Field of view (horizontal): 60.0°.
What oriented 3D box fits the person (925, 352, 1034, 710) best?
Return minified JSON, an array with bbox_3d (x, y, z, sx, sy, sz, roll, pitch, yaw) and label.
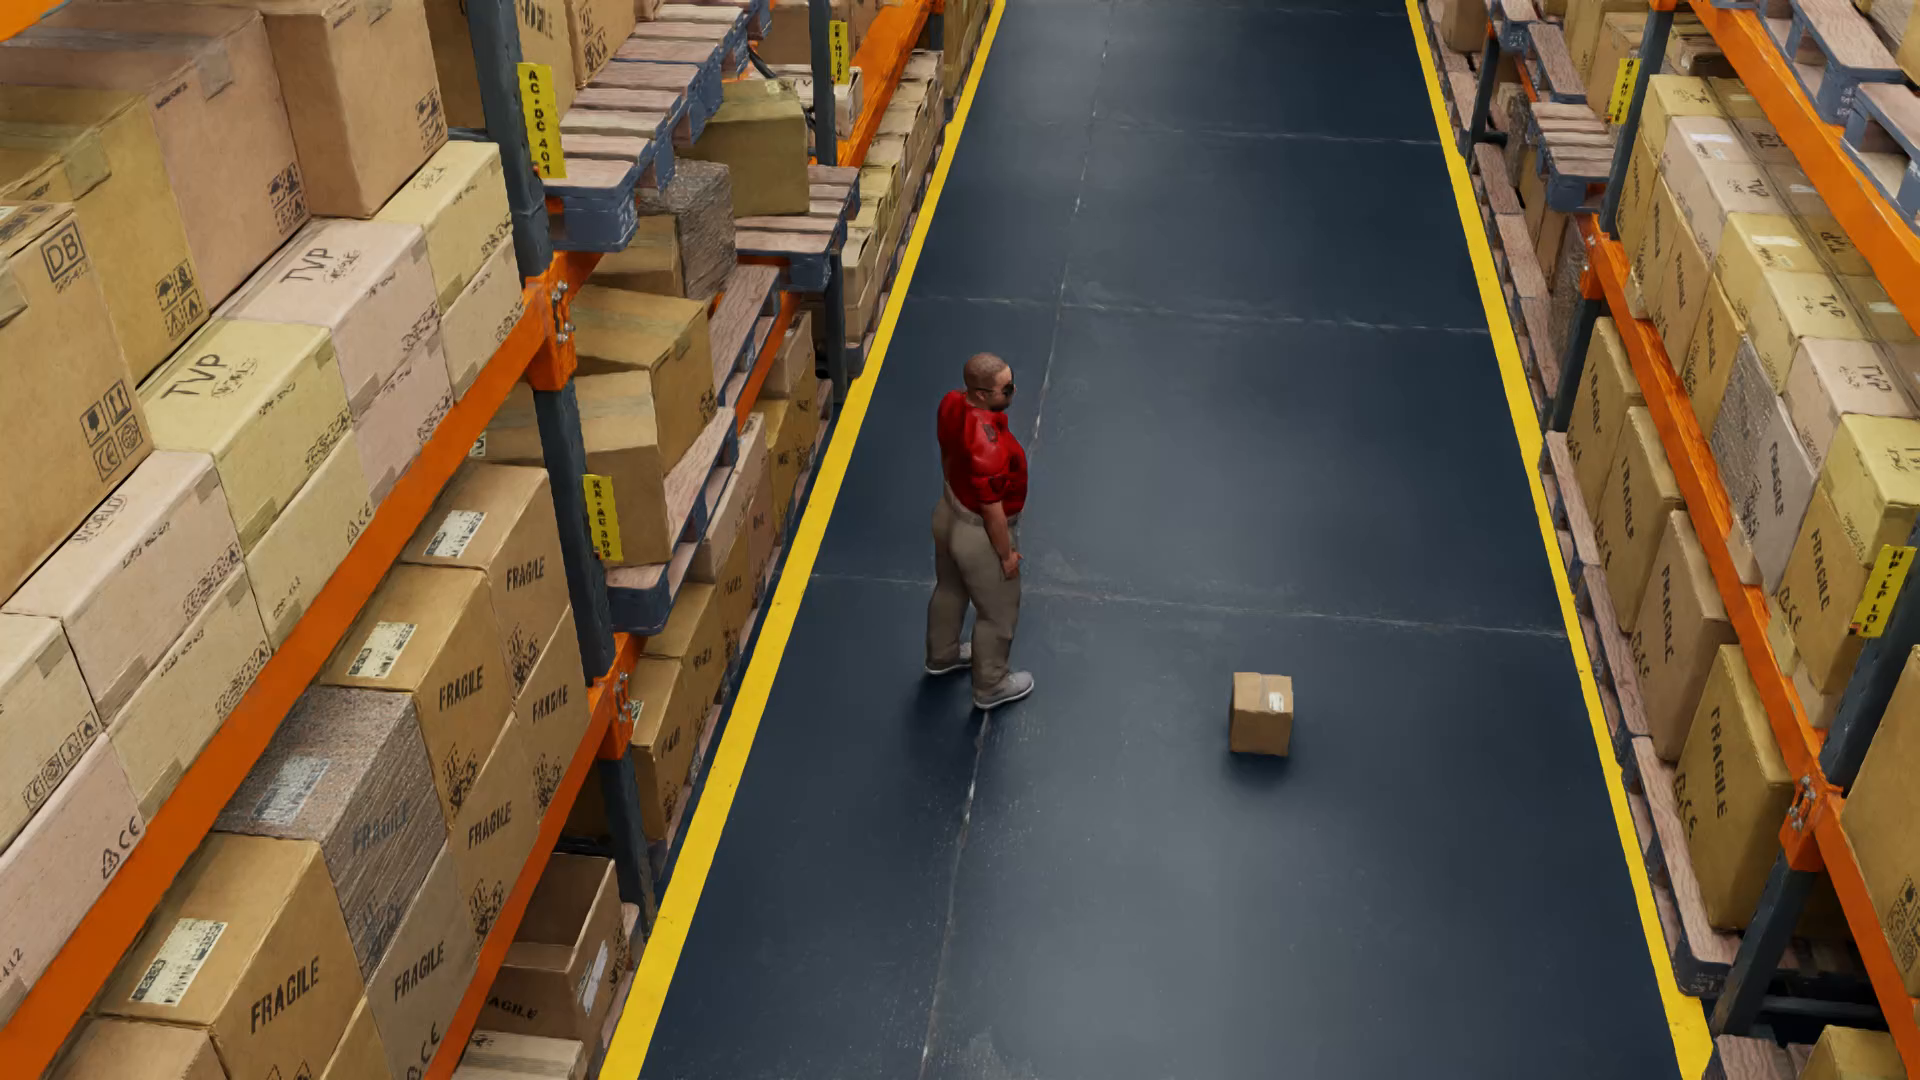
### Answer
[{"bbox_3d":[0.103,-0.049,7.102,0.424,1.729,0.541,-15,39,-20],"label":"person"}]
